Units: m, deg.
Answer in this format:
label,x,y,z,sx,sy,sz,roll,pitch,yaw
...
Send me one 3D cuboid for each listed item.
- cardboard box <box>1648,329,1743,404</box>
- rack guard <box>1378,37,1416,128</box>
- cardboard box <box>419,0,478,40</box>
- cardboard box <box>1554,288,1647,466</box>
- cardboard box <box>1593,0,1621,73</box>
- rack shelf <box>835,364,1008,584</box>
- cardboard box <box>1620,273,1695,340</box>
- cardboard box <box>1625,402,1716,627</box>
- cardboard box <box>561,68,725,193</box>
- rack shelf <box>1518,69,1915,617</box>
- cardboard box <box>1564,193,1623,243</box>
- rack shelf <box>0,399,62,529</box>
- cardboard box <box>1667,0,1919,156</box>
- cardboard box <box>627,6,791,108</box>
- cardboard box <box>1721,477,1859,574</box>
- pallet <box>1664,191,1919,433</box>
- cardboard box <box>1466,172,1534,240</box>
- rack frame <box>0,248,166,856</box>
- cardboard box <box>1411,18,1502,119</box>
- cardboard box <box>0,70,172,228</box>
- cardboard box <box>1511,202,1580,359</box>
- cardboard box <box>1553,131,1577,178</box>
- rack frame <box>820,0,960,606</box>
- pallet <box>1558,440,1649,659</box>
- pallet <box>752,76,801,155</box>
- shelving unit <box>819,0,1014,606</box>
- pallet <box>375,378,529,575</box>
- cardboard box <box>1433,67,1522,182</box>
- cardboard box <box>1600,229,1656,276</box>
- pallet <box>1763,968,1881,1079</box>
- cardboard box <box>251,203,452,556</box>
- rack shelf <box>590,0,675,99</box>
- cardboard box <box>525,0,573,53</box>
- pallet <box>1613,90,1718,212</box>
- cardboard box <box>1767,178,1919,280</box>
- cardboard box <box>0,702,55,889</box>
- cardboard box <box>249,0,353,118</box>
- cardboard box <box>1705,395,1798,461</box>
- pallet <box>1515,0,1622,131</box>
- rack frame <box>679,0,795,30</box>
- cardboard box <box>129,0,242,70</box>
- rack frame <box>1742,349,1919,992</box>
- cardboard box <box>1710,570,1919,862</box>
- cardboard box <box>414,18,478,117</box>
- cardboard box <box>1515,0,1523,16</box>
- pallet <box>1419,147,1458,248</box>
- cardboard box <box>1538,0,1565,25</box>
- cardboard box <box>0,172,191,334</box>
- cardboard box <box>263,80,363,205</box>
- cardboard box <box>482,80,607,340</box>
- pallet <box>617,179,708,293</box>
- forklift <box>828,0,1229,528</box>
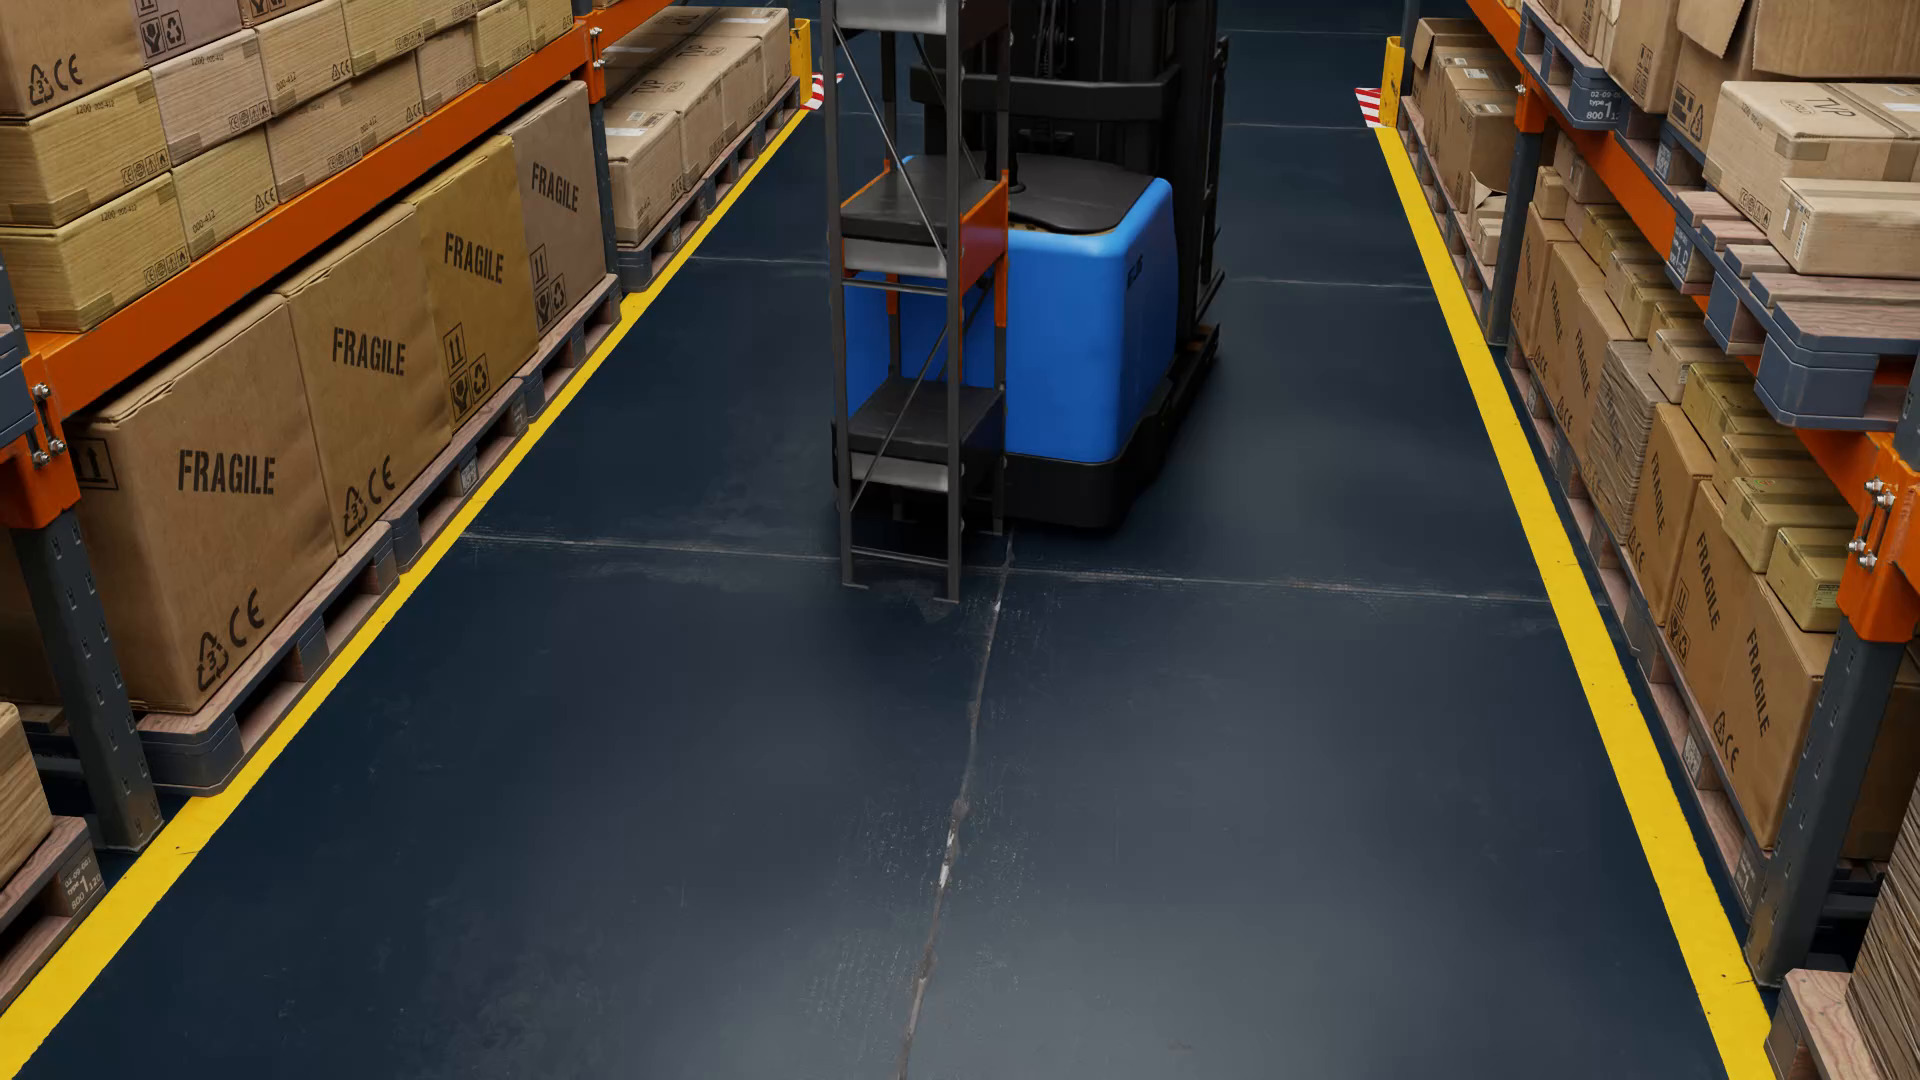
label,x,y,z,sx,sy,sz,roll,pitch,yaw
cardboard box,2.339,-0.525,5.071,0.380,0.149,0.250,2,28,4
rack guard,3.311,-2.915,10.634,1.175,0.500,0.348,3,28,6
cardboard box,-2.021,-1.908,5.760,0.500,0.250,0.500,4,29,7
cardboard box,2.426,-0.552,5.806,0.500,0.500,0.500,3,28,5
cardboard box,2.279,-1.663,5.372,0.396,0.266,0.258,5,29,9
rack shelf,-0.118,-0.225,5.458,0.431,0.518,0.480,9,30,16
cardboard box,2.424,-0.767,5.520,0.380,0.149,0.250,4,29,8
cardboard box,2.311,-0.063,4.897,0.500,0.500,0.500,5,29,8
cardboard box,-1.804,-2.223,8.972,0.875,0.438,0.875,3,28,5
rack shelf,2.585,-0.910,5.036,1.077,0.370,4.000,3,28,6
cardboard box,2.565,-1.250,6.417,0.380,0.149,0.250,3,28,5
rack shelf,-2.832,0.686,2.073,1.077,0.370,4.000,3,28,6
cardboard box,2.356,-1.295,4.440,0.797,0.503,0.637,3,28,5
cardboard box,-1.588,-3.079,10.560,0.875,0.438,0.875,2,28,4
cardboard box,2.152,-0.033,4.158,0.380,0.149,0.250,2,28,4
pallet,2.353,-0.524,3.763,1.213,0.211,1.003,3,28,6
cardboard box,2.650,-1.597,7.992,0.396,0.266,0.258,4,29,8
rack frame,-2.587,-0.572,3.650,1.000,3.000,0.127,3,28,6
cardboard box,3.151,-2.855,10.076,0.797,0.503,0.637,2,28,4
cardboard box,-2.280,-0.951,3.983,0.500,0.250,0.500,3,28,6
cardboard box,2.547,-1.038,6.707,0.500,0.500,0.500,5,29,8
cardboard box,2.582,-1.513,6.590,0.380,0.149,0.250,3,28,5
rack frame,-0.193,-0.743,4.915,0.400,2.100,0.015,9,30,16
pallet,2.621,0.020,5.490,1.003,0.211,1.213,3,28,6
pallet,-1.627,-2.730,10.594,1.003,0.211,1.213,3,28,6
shelving unit,-0.118,-0.853,5.120,0.431,2.100,0.503,9,30,16
pallet,-2.264,-0.284,6.055,1.003,0.211,1.213,3,28,6
cardboard box,2.844,-2.210,8.883,0.500,0.500,0.500,4,29,7
cardboard box,2.524,-0.999,5.951,0.380,0.149,0.250,3,28,5
pallet,2.200,1.327,3.064,1.003,0.211,1.213,3,28,6
cardboard box,-2.306,-0.562,5.428,0.875,0.875,0.875,4,29,7
rack shelf,-1.852,-3.080,9.063,1.077,0.370,4.000,3,28,6
cardboard box,-1.902,-2.163,6.761,0.500,0.250,0.500,3,28,5
pallet,2.573,-1.117,4.863,1.003,0.211,1.213,3,28,6
cardboard box,2.039,-0.691,3.693,0.380,0.149,0.250,4,29,7
cardboard box,-2.666,0.665,3.681,0.950,0.372,0.625,1,28,3
cardboard box,-2.142,-1.428,4.868,0.500,0.250,0.500,3,28,6
cardboard box,2.305,-0.276,4.609,0.380,0.149,0.250,4,29,8
pallet,2.624,-1.714,5.972,1.003,0.211,1.213,3,28,6
rack frame,-1.607,-4.338,10.640,1.000,3.000,0.127,3,28,6
cardboard box,-2.233,-1.509,4.228,0.500,0.500,0.500,3,29,6
rack frame,2.340,-0.286,3.118,1.000,3.000,0.127,3,28,6
cardboard box,2.178,0.418,4.004,0.500,0.500,0.500,4,29,8
cardboard box,-2.046,-1.687,5.878,0.500,0.250,0.500,3,28,5
cardboard box,2.629,-2.347,7.208,0.380,0.149,0.250,4,29,8
pallet,3.062,-1.840,8.943,1.003,0.211,1.213,3,28,6
cardboard box,2.549,-2.183,6.091,0.700,0.500,0.500,4,29,7
cardboard box,-2.277,-0.722,4.086,0.500,0.250,0.500,3,28,5
cardboard box,-2.162,-1.211,4.994,0.500,0.250,0.500,4,29,8
cardboard box,-2.093,-1.408,6.999,0.875,0.875,0.875,4,29,8
pallet,-1.926,-1.581,8.462,1.003,0.211,1.213,3,28,6
forklift,0.483,-2.014,6.398,1.130,2.935,3.031,9,30,16
